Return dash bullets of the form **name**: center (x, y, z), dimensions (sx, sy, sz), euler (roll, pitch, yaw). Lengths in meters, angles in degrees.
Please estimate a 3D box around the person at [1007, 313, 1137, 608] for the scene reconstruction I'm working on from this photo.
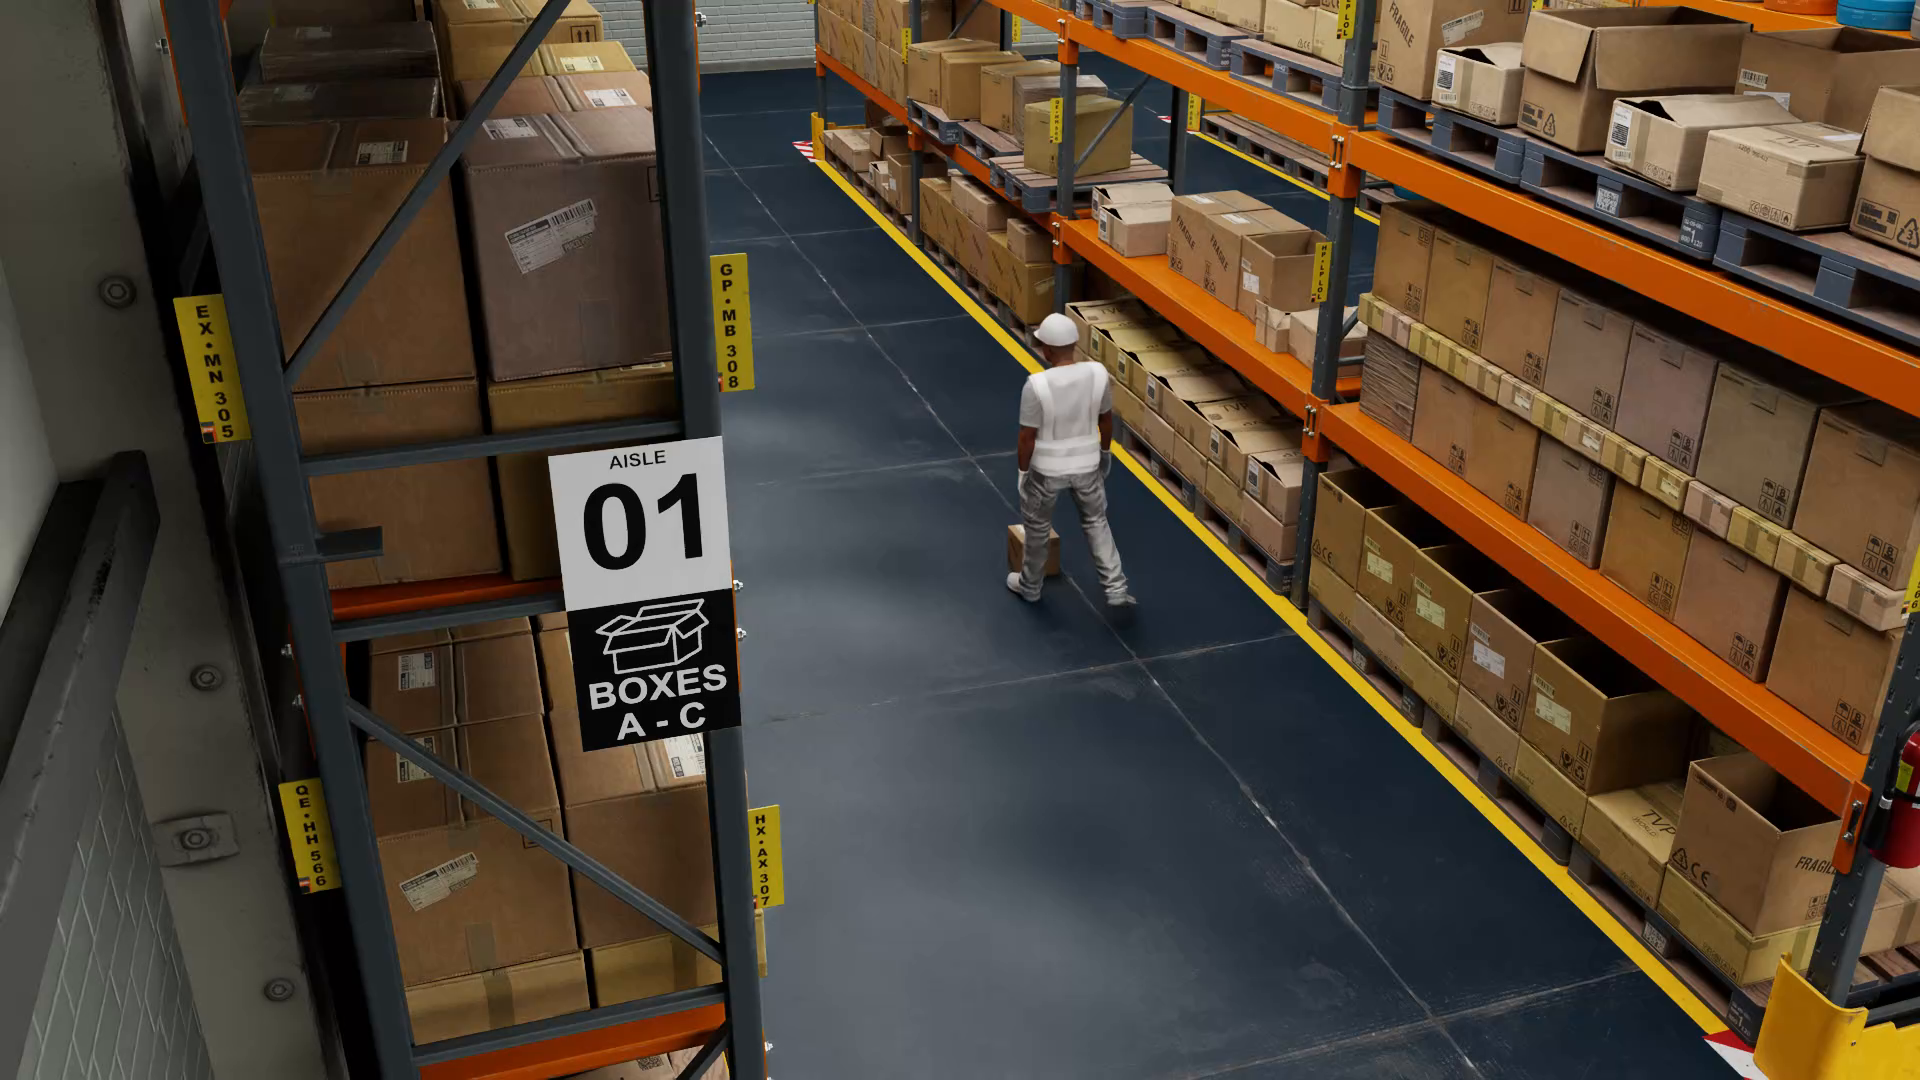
- **person**: center (0.635, -0.425, 9.454), dimensions (0.686, 1.781, 0.749), euler (-9, 27, -17)
